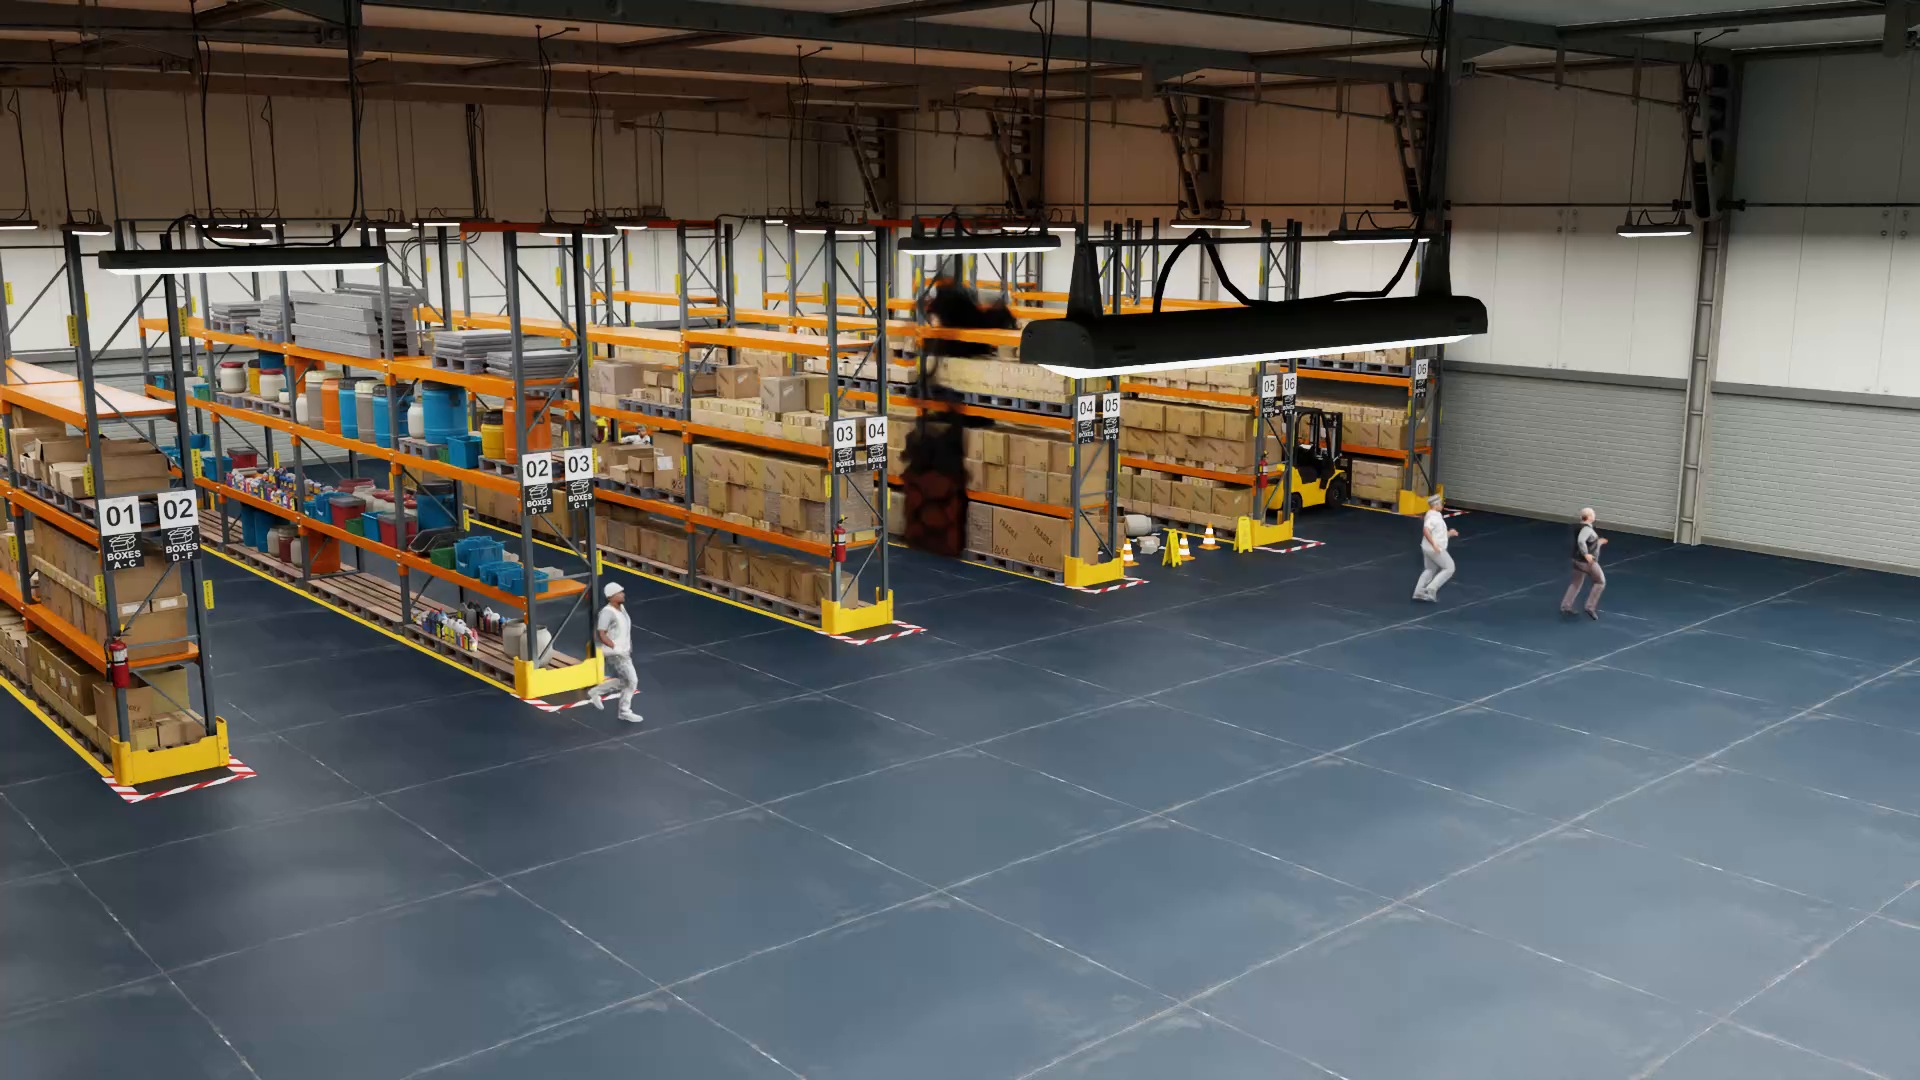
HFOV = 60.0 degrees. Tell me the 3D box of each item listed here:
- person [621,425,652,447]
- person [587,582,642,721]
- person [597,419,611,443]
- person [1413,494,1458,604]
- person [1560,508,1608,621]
[{"bbox_3d":[-7.026,-1.717,36.215,0.883,1.652,0.611,10,15,40],"label":"person"},{"bbox_3d":[-4.291,1.385,20.670,0.641,1.746,0.712,0,11,1],"label":"person"},{"bbox_3d":[-8.132,-1.897,37.180,0.745,1.715,1.026,-9,15,-38],"label":"person"},{"bbox_3d":[7.677,0.141,26.751,0.677,1.763,0.646,0,11,-1],"label":"person"},{"bbox_3d":[9.656,0.377,25.669,0.699,1.763,0.638,-2,12,-8],"label":"person"}]
